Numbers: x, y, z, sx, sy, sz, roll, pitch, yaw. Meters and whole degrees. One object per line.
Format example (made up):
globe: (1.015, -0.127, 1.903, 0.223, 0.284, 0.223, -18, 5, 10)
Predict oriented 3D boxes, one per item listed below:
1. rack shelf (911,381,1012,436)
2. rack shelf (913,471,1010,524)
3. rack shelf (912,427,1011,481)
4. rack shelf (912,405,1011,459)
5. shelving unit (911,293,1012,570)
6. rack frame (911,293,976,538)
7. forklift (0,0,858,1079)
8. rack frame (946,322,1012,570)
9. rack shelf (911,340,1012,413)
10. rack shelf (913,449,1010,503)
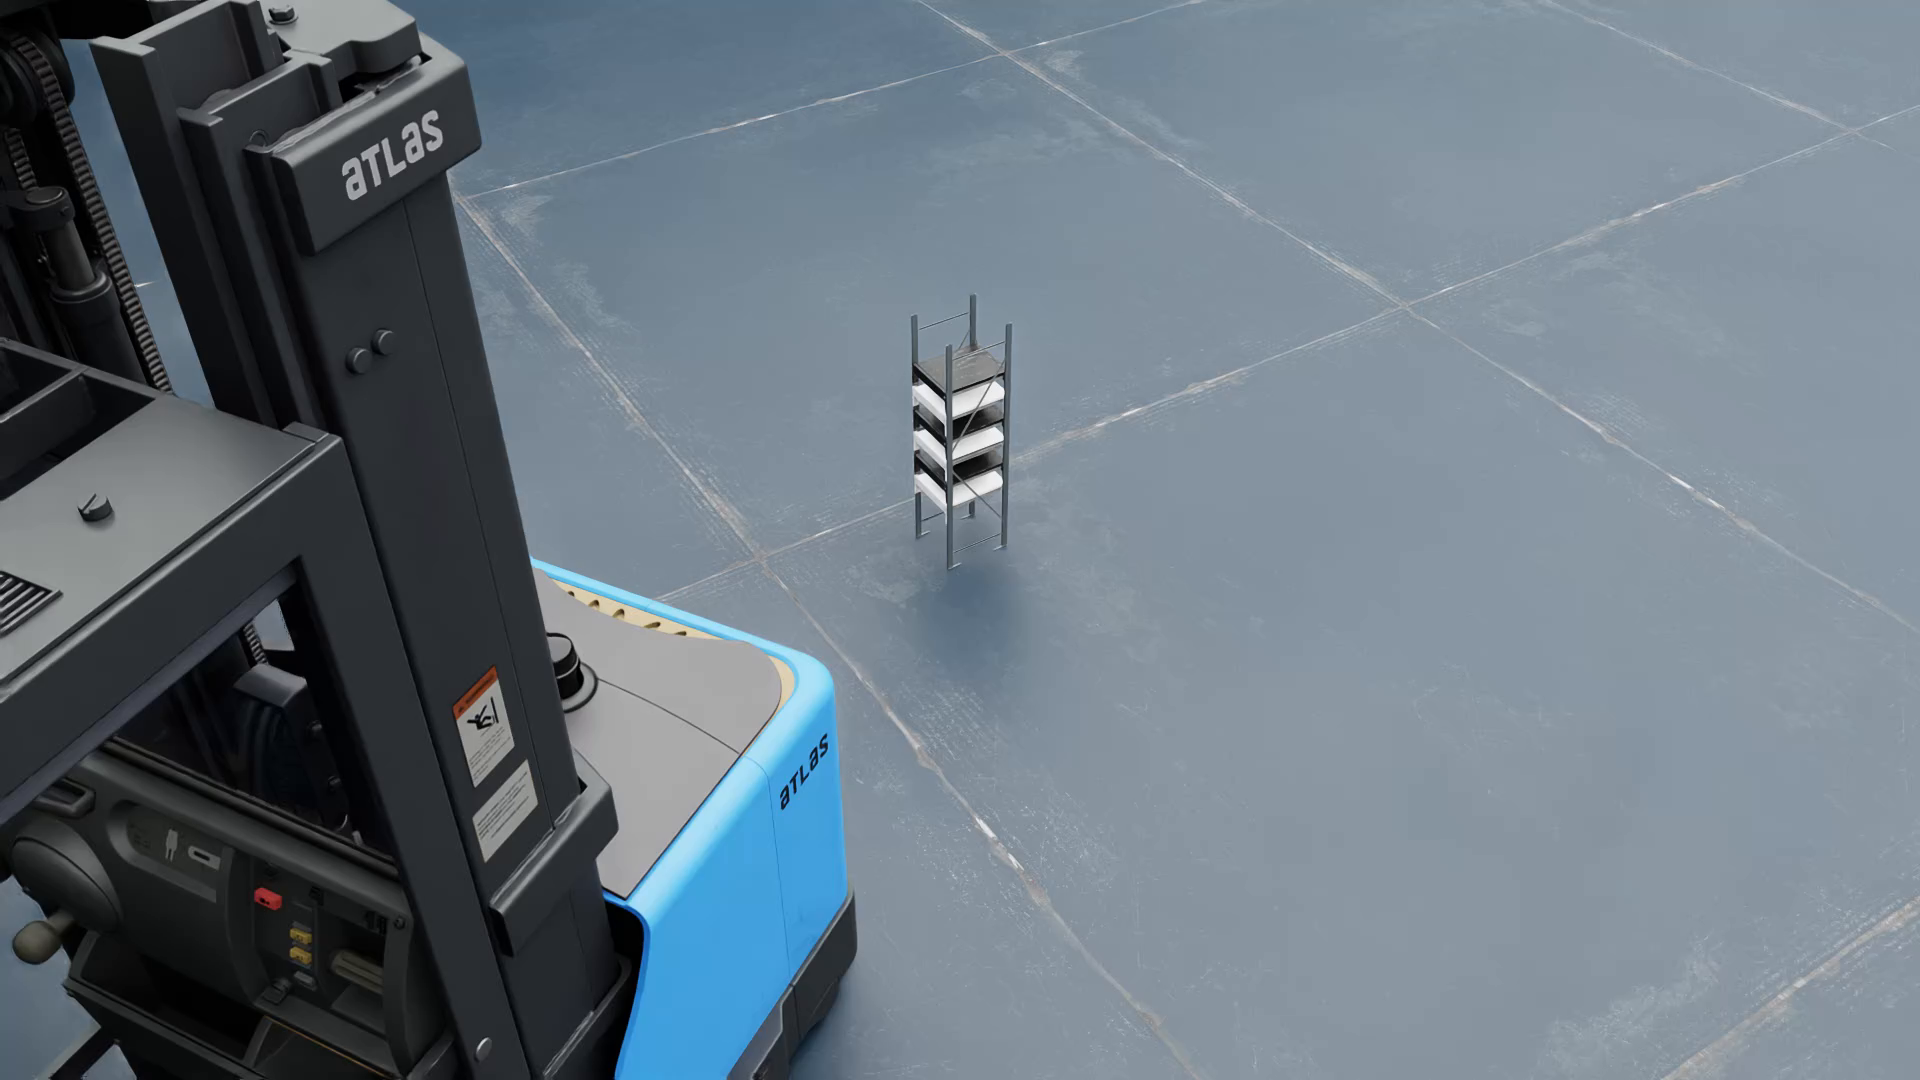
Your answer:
rack shelf: (0.004, -0.454, 5.363, 0.258, 0.077, 0.200, -22, 45, -24)
rack shelf: (0.004, -0.177, 5.593, 0.258, 0.077, 0.200, -22, 45, -24)
rack shelf: (0.004, -0.316, 5.478, 0.258, 0.077, 0.200, -22, 45, -24)
rack shelf: (0.004, -0.385, 5.420, 0.258, 0.077, 0.200, -22, 45, -24)
shelving unit: (0.004, -0.341, 5.457, 0.258, 0.900, 0.210, -22, 45, -24)
rack frame: (-0.050, -0.396, 5.523, 0.240, 0.900, 0.006, -22, 45, -24)
forklift: (-1.368, 0.688, 2.634, 1.130, 2.935, 3.031, 17, 43, 20)
rack frame: (0.059, -0.286, 5.391, 0.240, 0.900, 0.006, -22, 45, -24)
rack shelf: (0.004, -0.523, 5.305, 0.258, 0.077, 0.200, -22, 45, -24)
rack shelf: (0.004, -0.247, 5.536, 0.258, 0.077, 0.200, -22, 45, -24)
